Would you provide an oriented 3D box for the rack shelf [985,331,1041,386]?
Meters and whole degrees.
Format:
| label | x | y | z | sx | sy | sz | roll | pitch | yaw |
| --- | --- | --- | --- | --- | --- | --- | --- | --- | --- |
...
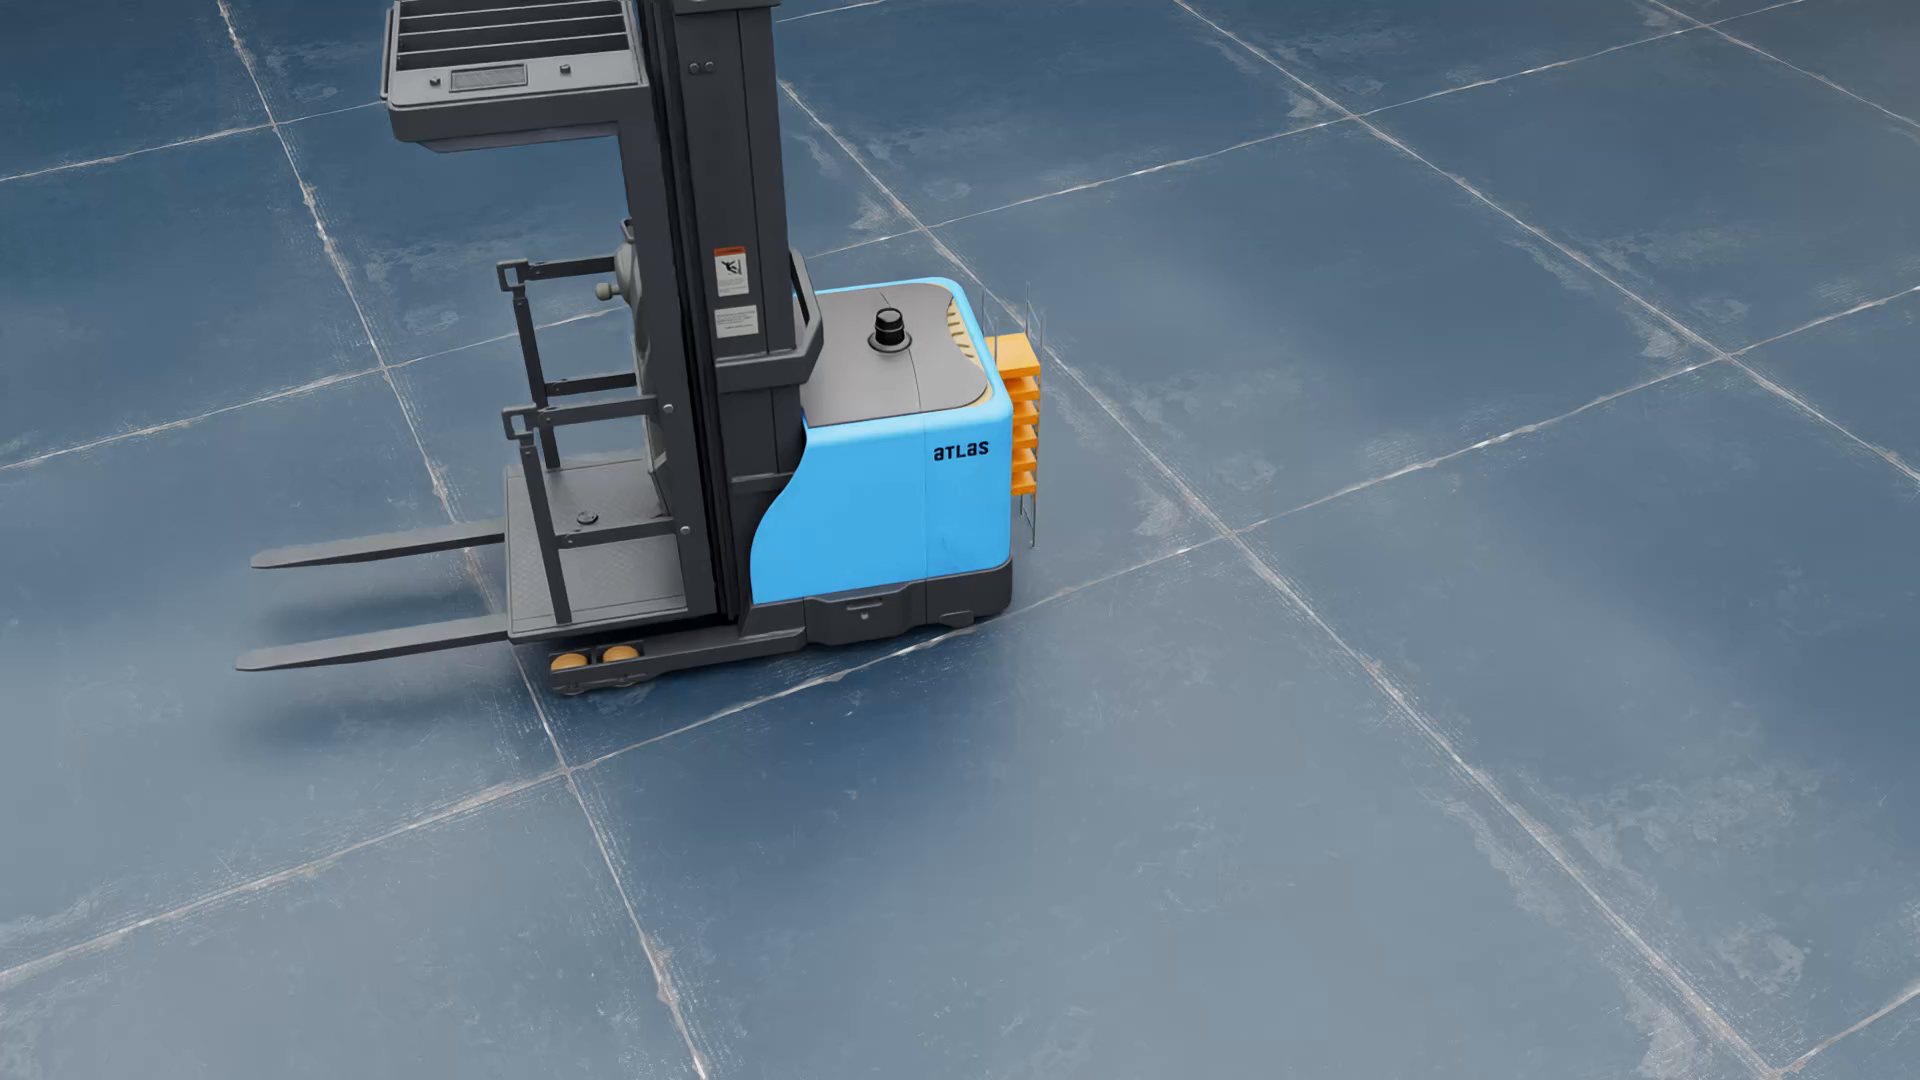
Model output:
| label | x | y | z | sx | sy | sz | roll | pitch | yaw |
| --- | --- | --- | --- | --- | --- | --- | --- | --- | --- |
| rack shelf | 0.205 | -0.721 | 6.685 | 0.180 | 0.103 | 0.258 | -8 | 41 | -10 |

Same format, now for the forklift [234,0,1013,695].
| label | x | y | z | sx | sy | sz | roll | pitch | yaw |
| --- | --- | --- | --- | --- | --- | --- | --- | --- | --- |
| forklift | -1.359 | -0.887 | 6.029 | 3.031 | 2.935 | 1.130 | -8 | 41 | -10 |

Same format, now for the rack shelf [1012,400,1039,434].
| label | x | y | z | sx | sy | sz | roll | pitch | yaw |
| --- | --- | --- | --- | --- | --- | --- | --- | --- | --- |
| rack shelf | 0.205 | -0.538 | 6.840 | 0.180 | 0.103 | 0.258 | -8 | 41 | -10 |

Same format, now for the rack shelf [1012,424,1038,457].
| label | x | y | z | sx | sy | sz | roll | pitch | yaw |
| --- | --- | --- | --- | --- | --- | --- | --- | --- | --- |
| rack shelf | 0.205 | -0.446 | 6.917 | 0.180 | 0.103 | 0.258 | -8 | 41 | -10 |

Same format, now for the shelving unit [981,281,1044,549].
| label | x | y | z | sx | sy | sz | roll | pitch | yaw |
| --- | --- | --- | --- | --- | --- | --- | --- | --- | --- |
| shelving unit | 0.205 | -0.480 | 6.889 | 0.189 | 1.200 | 0.258 | -8 | 41 | -10 |

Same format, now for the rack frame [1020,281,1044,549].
| label | x | y | z | sx | sy | sz | roll | pitch | yaw |
| --- | --- | --- | --- | --- | --- | --- | --- | --- | --- |
| rack frame | 0.294 | -0.493 | 6.904 | 0.006 | 1.200 | 0.240 | -8 | 41 | -10 |

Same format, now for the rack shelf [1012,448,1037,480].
| label | x | y | z | sx | sy | sz | roll | pitch | yaw |
| --- | --- | --- | --- | --- | --- | --- | --- | --- | --- |
| rack shelf | 0.205 | -0.355 | 6.995 | 0.180 | 0.103 | 0.258 | -8 | 41 | -10 |

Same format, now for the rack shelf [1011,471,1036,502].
| label | x | y | z | sx | sy | sz | roll | pitch | yaw |
| --- | --- | --- | --- | --- | --- | --- | --- | --- | --- |
| rack shelf | 0.205 | -0.263 | 7.072 | 0.180 | 0.103 | 0.258 | -8 | 41 | -10 |

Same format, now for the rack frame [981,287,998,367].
| label | x | y | z | sx | sy | sz | roll | pitch | yaw |
| --- | --- | --- | --- | --- | --- | --- | --- | --- | --- |
| rack frame | 0.116 | -0.467 | 6.873 | 0.006 | 1.200 | 0.240 | -8 | 41 | -10 |

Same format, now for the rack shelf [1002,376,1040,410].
| label | x | y | z | sx | sy | sz | roll | pitch | yaw |
| --- | --- | --- | --- | --- | --- | --- | --- | --- | --- |
| rack shelf | 0.205 | -0.629 | 6.762 | 0.180 | 0.103 | 0.258 | -8 | 41 | -10 |
